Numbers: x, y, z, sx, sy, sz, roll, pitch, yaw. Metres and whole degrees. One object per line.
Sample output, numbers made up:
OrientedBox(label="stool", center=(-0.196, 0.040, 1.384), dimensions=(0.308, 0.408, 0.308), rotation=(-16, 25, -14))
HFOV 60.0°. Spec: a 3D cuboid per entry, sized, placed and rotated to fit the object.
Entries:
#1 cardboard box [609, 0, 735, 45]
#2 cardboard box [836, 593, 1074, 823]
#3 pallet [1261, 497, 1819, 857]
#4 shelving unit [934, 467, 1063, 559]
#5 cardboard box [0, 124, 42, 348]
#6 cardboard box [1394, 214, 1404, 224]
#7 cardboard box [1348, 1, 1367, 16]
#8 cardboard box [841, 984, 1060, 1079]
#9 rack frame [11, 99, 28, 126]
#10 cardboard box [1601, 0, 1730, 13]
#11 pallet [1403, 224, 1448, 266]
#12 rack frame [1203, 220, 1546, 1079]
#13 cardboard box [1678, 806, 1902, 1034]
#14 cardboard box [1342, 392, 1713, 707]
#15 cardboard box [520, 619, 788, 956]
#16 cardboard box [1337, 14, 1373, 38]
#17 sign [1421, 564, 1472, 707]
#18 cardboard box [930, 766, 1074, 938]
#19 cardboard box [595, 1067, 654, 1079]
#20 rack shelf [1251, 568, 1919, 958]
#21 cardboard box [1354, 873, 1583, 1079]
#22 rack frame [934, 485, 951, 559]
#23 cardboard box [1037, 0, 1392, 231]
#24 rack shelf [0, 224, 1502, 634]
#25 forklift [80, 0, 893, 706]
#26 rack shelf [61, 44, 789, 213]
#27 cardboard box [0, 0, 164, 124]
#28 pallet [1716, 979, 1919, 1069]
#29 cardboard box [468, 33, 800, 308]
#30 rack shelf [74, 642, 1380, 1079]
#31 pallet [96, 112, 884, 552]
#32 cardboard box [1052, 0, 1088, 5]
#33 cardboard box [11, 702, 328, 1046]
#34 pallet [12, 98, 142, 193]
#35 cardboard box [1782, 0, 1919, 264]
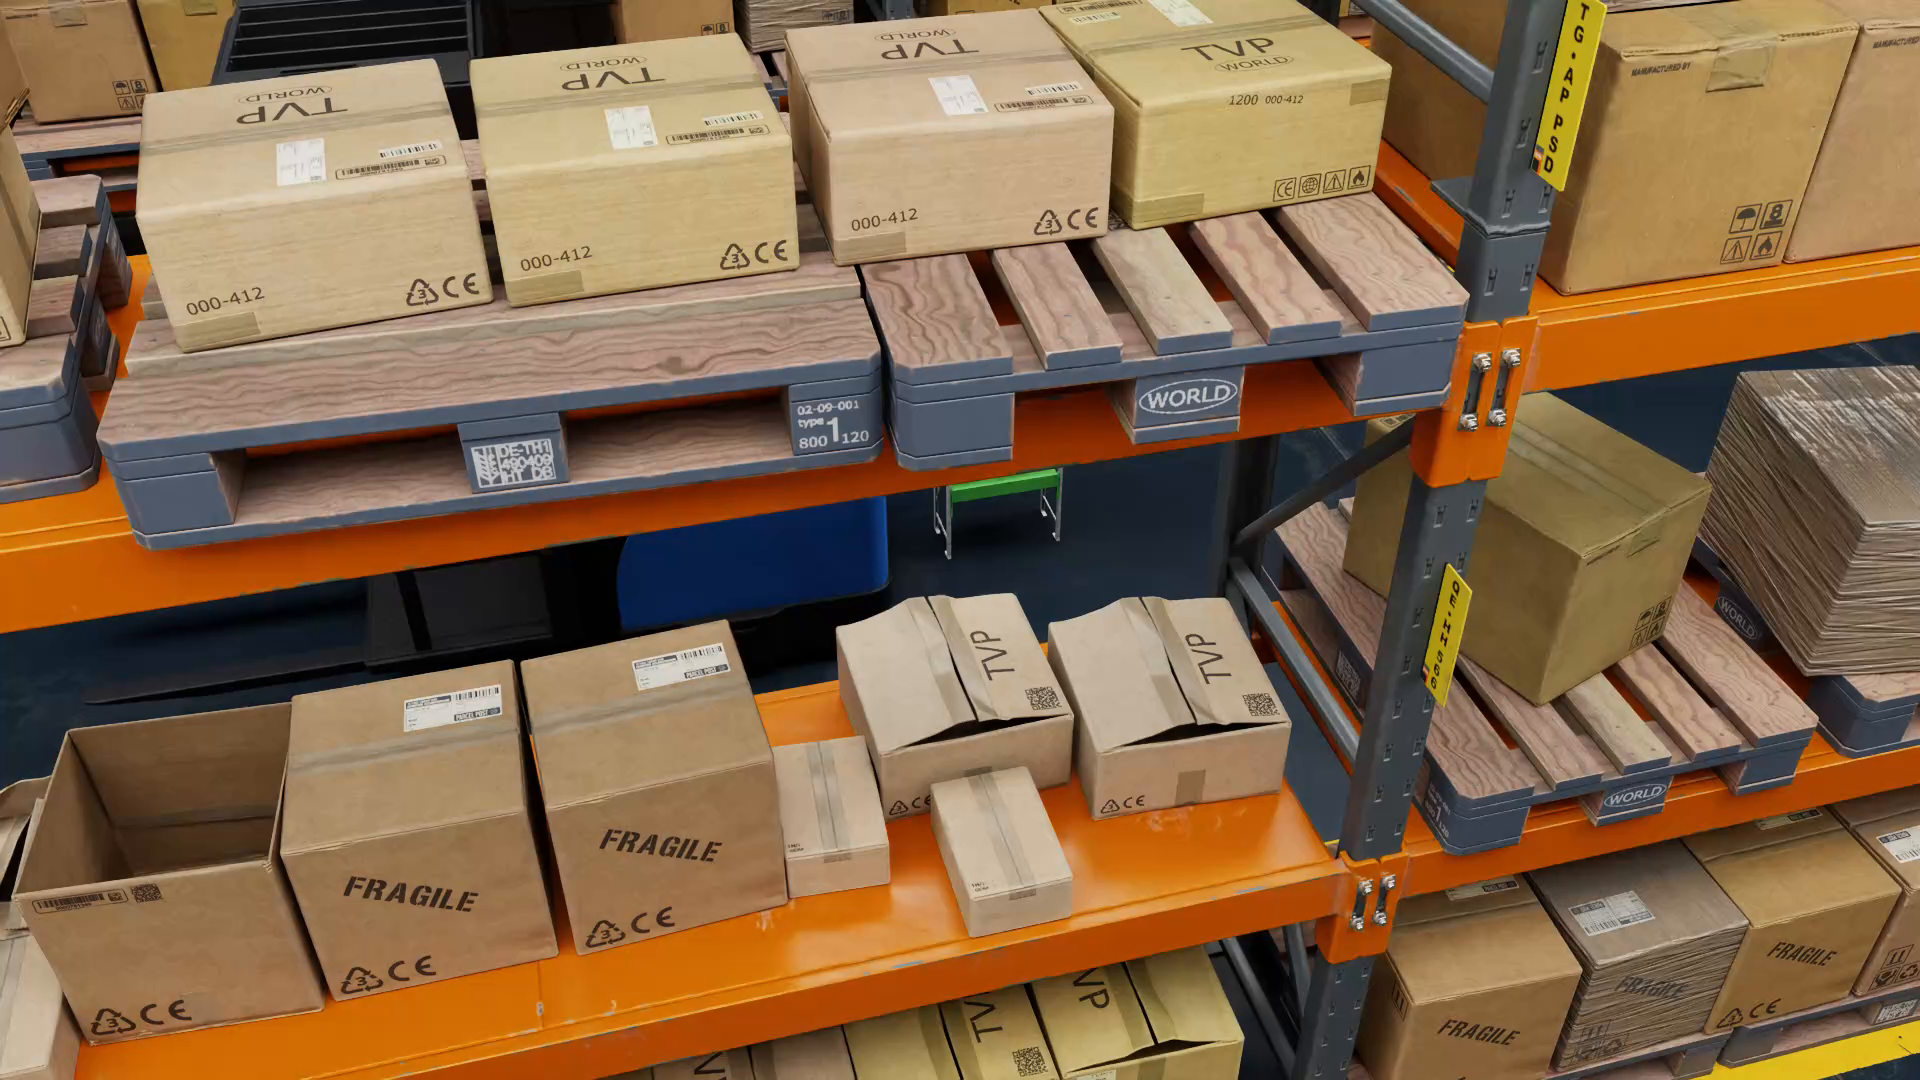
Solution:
OrientedBox(label="cardboard box", center=(-1.387, -2.593, 7.727), dimensions=(0.500, 0.500, 0.700), rotation=(-13, 39, -16))
OrientedBox(label="cardboard box", center=(-0.023, 0.405, 4.325), dimensions=(0.500, 0.311, 0.500), rotation=(-10, 38, -12))
OrientedBox(label="pallet", center=(1.527, 0.269, 4.587), dimensions=(1.003, 0.211, 1.213), rotation=(-9, 38, -12))
OrientedBox(label="shelving unit", center=(0.160, -0.503, 6.920), dimensions=(0.503, 1.200, 0.258), rotation=(-9, 38, -12))
OrientedBox(label="cardboard box", center=(-1.844, -0.504, 2.749), dimensions=(0.500, 0.250, 0.500), rotation=(-13, 39, -16))
OrientedBox(label="cardboard box", center=(2.007, -2.188, 9.065), dimensions=(0.750, 0.750, 0.750), rotation=(-8, 38, -11))
OrientedBox(label="cardboard box", center=(2.101, -2.981, 8.334), dimensions=(0.500, 0.500, 0.500), rotation=(-9, 38, -12))
OrientedBox(label="cardboard box", center=(-0.050, 1.358, 4.462), dimensions=(0.500, 0.311, 0.500), rotation=(-10, 39, -13))
OrientedBox(label="rack frame", center=(-4.266, -1.930, 7.304), dimensions=(0.127, 3.000, 1.000), rotation=(-9, 38, -12))
OrientedBox(label="cardboard box", center=(1.314, -1.352, 3.175), dimensions=(0.500, 0.500, 0.500), rotation=(-9, 38, -12))
OrientedBox(label="pallet", center=(2.733, -1.923, 9.590), dimensions=(1.213, 0.211, 1.003), rotation=(-9, 38, -12))
OrientedBox(label="rack frame", center=(0.891, 0.342, 4.335), dimensions=(0.127, 3.000, 1.000), rotation=(-9, 38, -12))
OrientedBox(label="cardboard box", center=(2.395, 1.093, 5.048), dimensions=(0.500, 0.500, 0.500), rotation=(-10, 38, -13))
OrientedBox(label="cardboard box", center=(1.470, -0.031, 4.393), dimensions=(0.500, 0.500, 0.700), rotation=(-23, 43, -27))
OrientedBox(label="cardboard box", center=(-0.724, 0.577, 3.944), dimensions=(0.500, 0.500, 0.500), rotation=(-11, 39, -14))
OrientedBox(label="cardboard box", center=(1.967, -2.710, 8.514), dimensions=(0.250, 0.149, 0.380), rotation=(-10, 39, -13))
OrientedBox(label="sign", center=(1.039, 0.207, 3.558), dimensions=(0.005, 0.325, 0.100), rotation=(-9, 38, -12))
OrientedBox(label="cardboard box", center=(0.095, 0.746, 4.013), dimensions=(0.250, 0.149, 0.380), rotation=(-9, 38, -12))
OrientedBox(label="cardboard box", center=(-1.023, 1.514, 4.258), dimensions=(0.500, 0.311, 0.500), rotation=(-8, 38, -11))
OrientedBox(label="rack shelf", center=(2.822, 0.311, 4.967), dimensions=(4.000, 0.370, 1.077), rotation=(-9, 38, -12))
OrientedBox(label="cardboard box", center=(1.405, 1.255, 4.835), dimensions=(0.500, 0.500, 0.500), rotation=(-8, 38, -10))
OrientedBox(label="rack frame", center=(-0.076, -0.464, 6.869), dimensions=(0.015, 1.200, 0.240), rotation=(-9, 38, -12))
OrientedBox(label="cardboard box", center=(0.468, -0.852, 3.204), dimensions=(0.500, 0.250, 0.500), rotation=(-12, 39, -15))
OrientedBox(label="rack shelf", center=(-1.040, -0.247, 3.228), dimensions=(4.000, 0.370, 1.077), rotation=(-9, 38, -12))
OrientedBox(label="forklift", center=(-1.842, -0.810, 5.897), dimensions=(3.031, 2.935, 1.130), rotation=(-9, 38, -11))
OrientedBox(label="rack shelf", center=(-2.335, -1.961, 7.937), dimensions=(4.000, 0.370, 1.077), rotation=(-9, 38, -12))
OrientedBox(label="cardboard box", center=(-3.765, -2.205, 7.219), dimensions=(0.500, 0.500, 0.700), rotation=(-9, 38, -12))
OrientedBox(label="pallet", center=(2.797, 1.162, 5.557), dimensions=(1.213, 0.211, 1.003), rotation=(-9, 38, -12))
OrientedBox(label="cardboard box", center=(-0.589, -0.674, 2.972), dimensions=(0.500, 0.250, 0.500), rotation=(-10, 39, -13))
OrientedBox(label="rack shelf", center=(-1.040, 0.944, 4.139), dimensions=(4.000, 0.370, 1.077), rotation=(-9, 38, -12))
OrientedBox(label="pallet", center=(-0.819, -0.436, 3.038), dimensions=(1.213, 0.211, 1.003), rotation=(-8, 38, -10))
OrientedBox(label="cardboard box", center=(0.640, -2.734, 8.011), dimensions=(0.500, 0.500, 0.500), rotation=(-8, 38, -10))
OrientedBox(label="cardboard box", center=(-1.716, 0.740, 3.731), dimensions=(0.500, 0.500, 0.500), rotation=(-7, 38, -9))
OrientedBox(label="pallet", center=(-3.490, -1.889, 7.409), dimensions=(1.213, 0.211, 1.003), rotation=(-9, 38, -12))
OrientedBox(label="cardboard box", center=(1.796, -1.059, 3.615), dimensions=(0.500, 0.500, 0.910), rotation=(-9, 38, -12))
